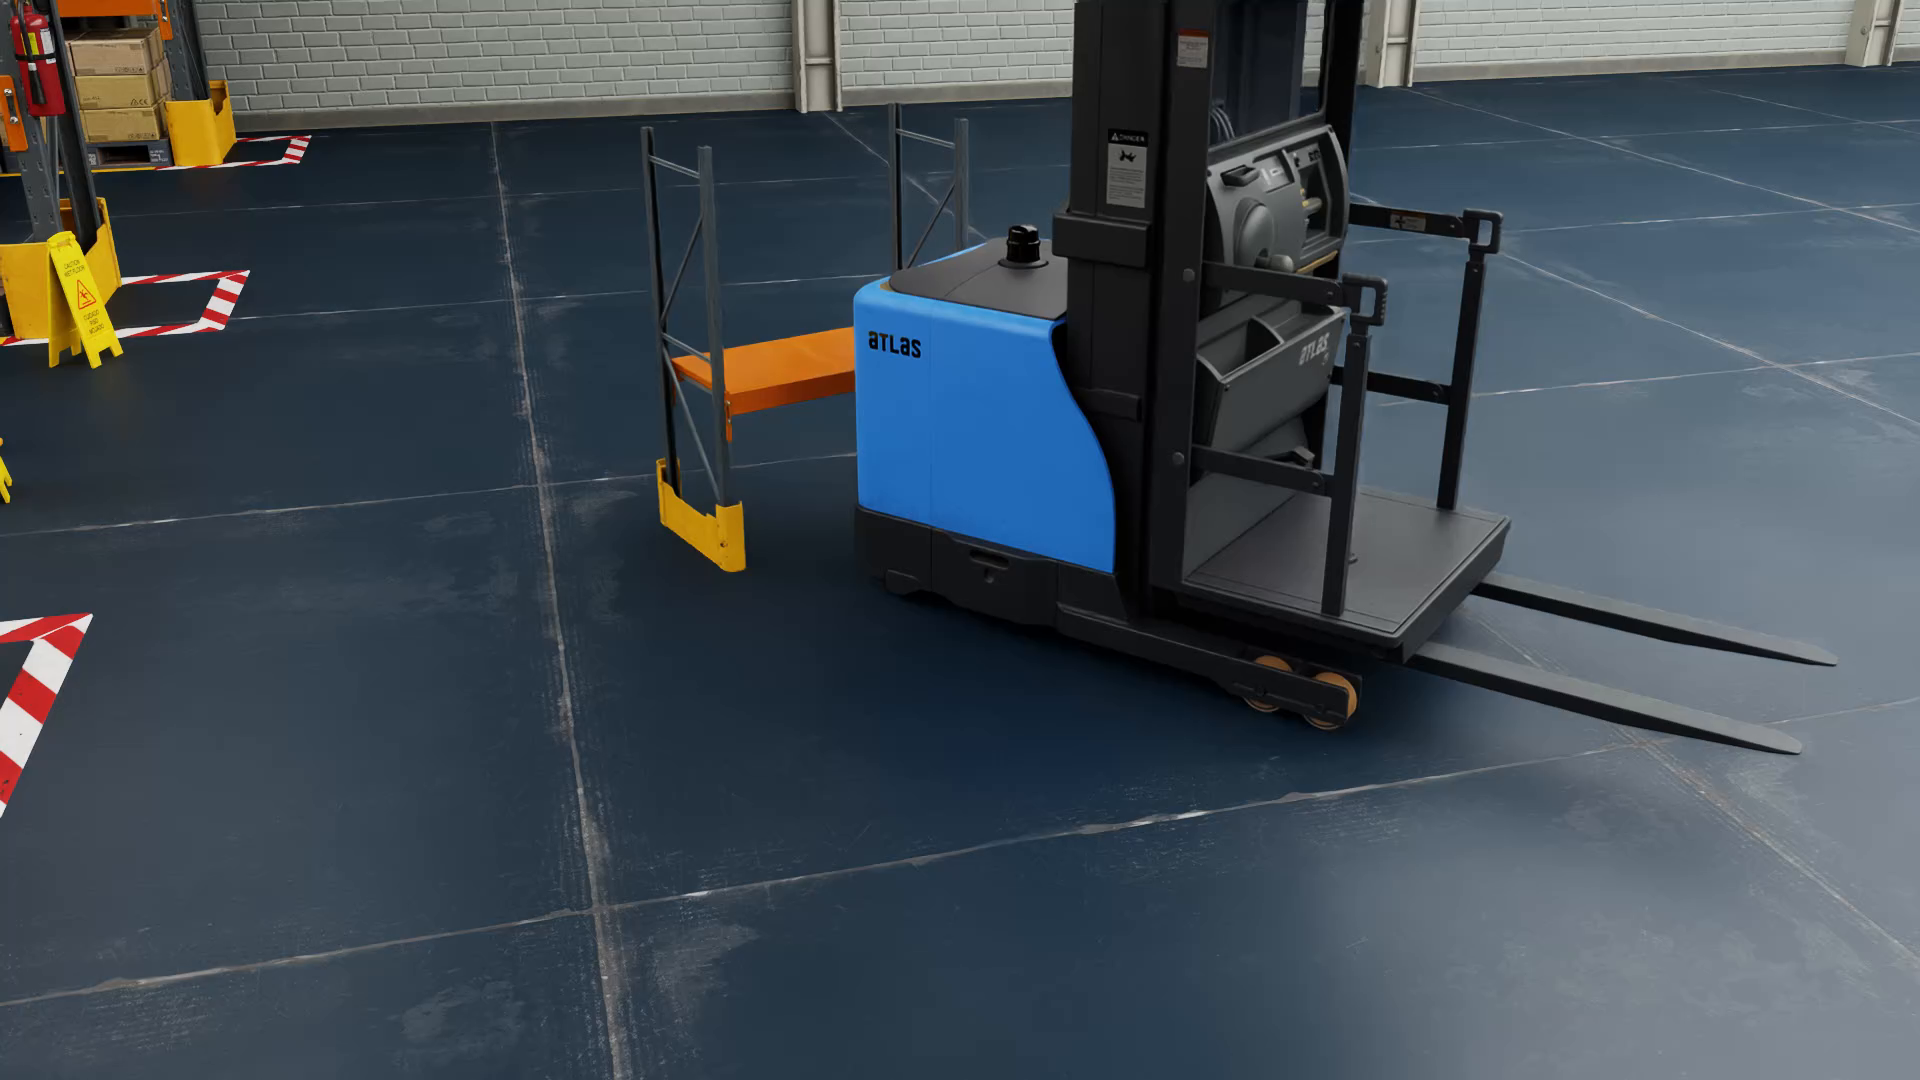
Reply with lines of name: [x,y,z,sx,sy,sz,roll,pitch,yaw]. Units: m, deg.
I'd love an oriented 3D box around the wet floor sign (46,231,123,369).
wet floor sign: [-4.386,-1.198,8.224,0.232,0.644,0.267,2,23,4]

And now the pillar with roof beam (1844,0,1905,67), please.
pillar with roof beam: [11.377,-7.858,13.152,0.400,9.000,9.100,-6,24,-14]

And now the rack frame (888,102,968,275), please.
rack frame: [-0.122,-0.898,6.441,0.032,1.500,0.500,-15,27,-31]

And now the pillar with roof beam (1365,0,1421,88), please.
pillar with roof beam: [5.600,-7.219,11.662,0.400,9.000,9.100,-6,24,-14]

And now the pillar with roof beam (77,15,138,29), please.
pillar with roof beam: [-5.954,-5.941,8.683,0.400,9.000,9.100,-6,24,-14]

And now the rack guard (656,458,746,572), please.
rack guard: [-0.964,-0.100,6.167,0.087,0.250,0.587,-15,27,-31]

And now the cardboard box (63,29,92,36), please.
cardboard box: [-7.197,-3.905,13.234,0.500,0.250,0.500,-6,24,-14]

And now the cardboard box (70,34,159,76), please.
cardboard box: [-6.562,-3.772,12.923,0.500,0.250,0.500,-5,24,-13]

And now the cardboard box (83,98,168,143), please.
cardboard box: [-6.570,-3.310,13.114,0.500,0.250,0.500,-6,24,-14]

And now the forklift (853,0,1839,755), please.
forklift: [1.139,-1.022,4.915,3.031,2.935,1.130,15,27,31]

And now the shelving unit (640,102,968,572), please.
shelving unit: [-0.551,-0.784,6.175,1.083,1.500,0.587,-15,27,-31]

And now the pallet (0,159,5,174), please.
pallet: [-8.100,-3.043,13.074,1.213,0.211,1.003,-6,24,-14]

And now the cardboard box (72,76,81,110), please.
cardboard box: [-7.073,-3.490,12.899,0.500,0.250,0.500,-7,24,-15]

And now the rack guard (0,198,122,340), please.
rack guard: [-4.931,-1.509,9.134,0.348,0.500,1.175,-6,24,-14]

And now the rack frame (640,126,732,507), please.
rack frame: [-0.965,-0.674,5.919,0.032,1.500,0.500,-15,27,-31]

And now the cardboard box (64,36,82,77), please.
cardboard box: [-7.052,-3.715,12.791,0.500,0.250,0.500,-6,24,-13]

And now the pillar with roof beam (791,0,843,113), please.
pillar with roof beam: [-0.177,-6.580,10.173,0.400,9.000,9.100,-6,24,-14]

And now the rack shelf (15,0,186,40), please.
rack shelf: [-8.128,-4.007,12.696,4.000,0.370,1.077,-6,24,-14]

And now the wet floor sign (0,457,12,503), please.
wet floor sign: [-3.931,-0.471,6.528,0.232,0.644,0.267,-11,25,-23]

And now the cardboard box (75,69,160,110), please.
cardboard box: [-6.587,-3.539,13.014,0.500,0.250,0.500,-7,24,-15]

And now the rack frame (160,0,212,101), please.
rack frame: [-6.203,-4.550,13.051,0.127,3.000,1.000,-6,24,-14]

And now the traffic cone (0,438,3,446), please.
traffic cone: [-4.297,-0.580,7.014,0.334,0.463,0.336,-6,24,-14]

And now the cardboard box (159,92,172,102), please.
cardboard box: [-6.728,-3.502,13.561,0.500,0.250,0.500,-6,24,-14]

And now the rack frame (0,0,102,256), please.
rack frame: [-4.858,-2.666,8.660,0.127,3.000,1.000,-6,24,-14]

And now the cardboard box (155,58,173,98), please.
cardboard box: [-6.711,-3.738,13.479,0.500,0.250,0.500,-6,24,-13]

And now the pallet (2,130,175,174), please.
pallet: [-6.928,-3.172,13.374,1.213,0.211,1.003,-6,24,-14]

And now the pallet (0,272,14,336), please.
pallet: [-5.723,-1.304,9.020,1.213,0.211,1.003,-6,24,-14]

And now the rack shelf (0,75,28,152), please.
rack shelf: [-6.784,-2.123,8.305,4.000,0.370,1.077,-6,24,-14]

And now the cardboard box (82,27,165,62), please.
cardboard box: [-6.716,-3.960,13.361,0.500,0.250,0.500,-7,24,-15]

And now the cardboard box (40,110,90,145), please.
cardboard box: [-7.051,-3.260,12.999,0.500,0.250,0.500,-6,24,-14]

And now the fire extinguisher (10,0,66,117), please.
fire extinguisher: [-4.623,-2.468,8.296,0.183,0.674,0.296,-6,24,-14]

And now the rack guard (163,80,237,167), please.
rack guard: [-6.179,-3.404,13.550,0.348,0.500,1.175,-6,24,-14]

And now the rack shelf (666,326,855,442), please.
rack shelf: [-0.543,-0.621,6.251,1.000,0.185,0.538,-15,27,-31]

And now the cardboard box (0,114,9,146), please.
cardboard box: [-7.535,-3.211,12.883,0.500,0.250,0.500,-6,24,-14]
